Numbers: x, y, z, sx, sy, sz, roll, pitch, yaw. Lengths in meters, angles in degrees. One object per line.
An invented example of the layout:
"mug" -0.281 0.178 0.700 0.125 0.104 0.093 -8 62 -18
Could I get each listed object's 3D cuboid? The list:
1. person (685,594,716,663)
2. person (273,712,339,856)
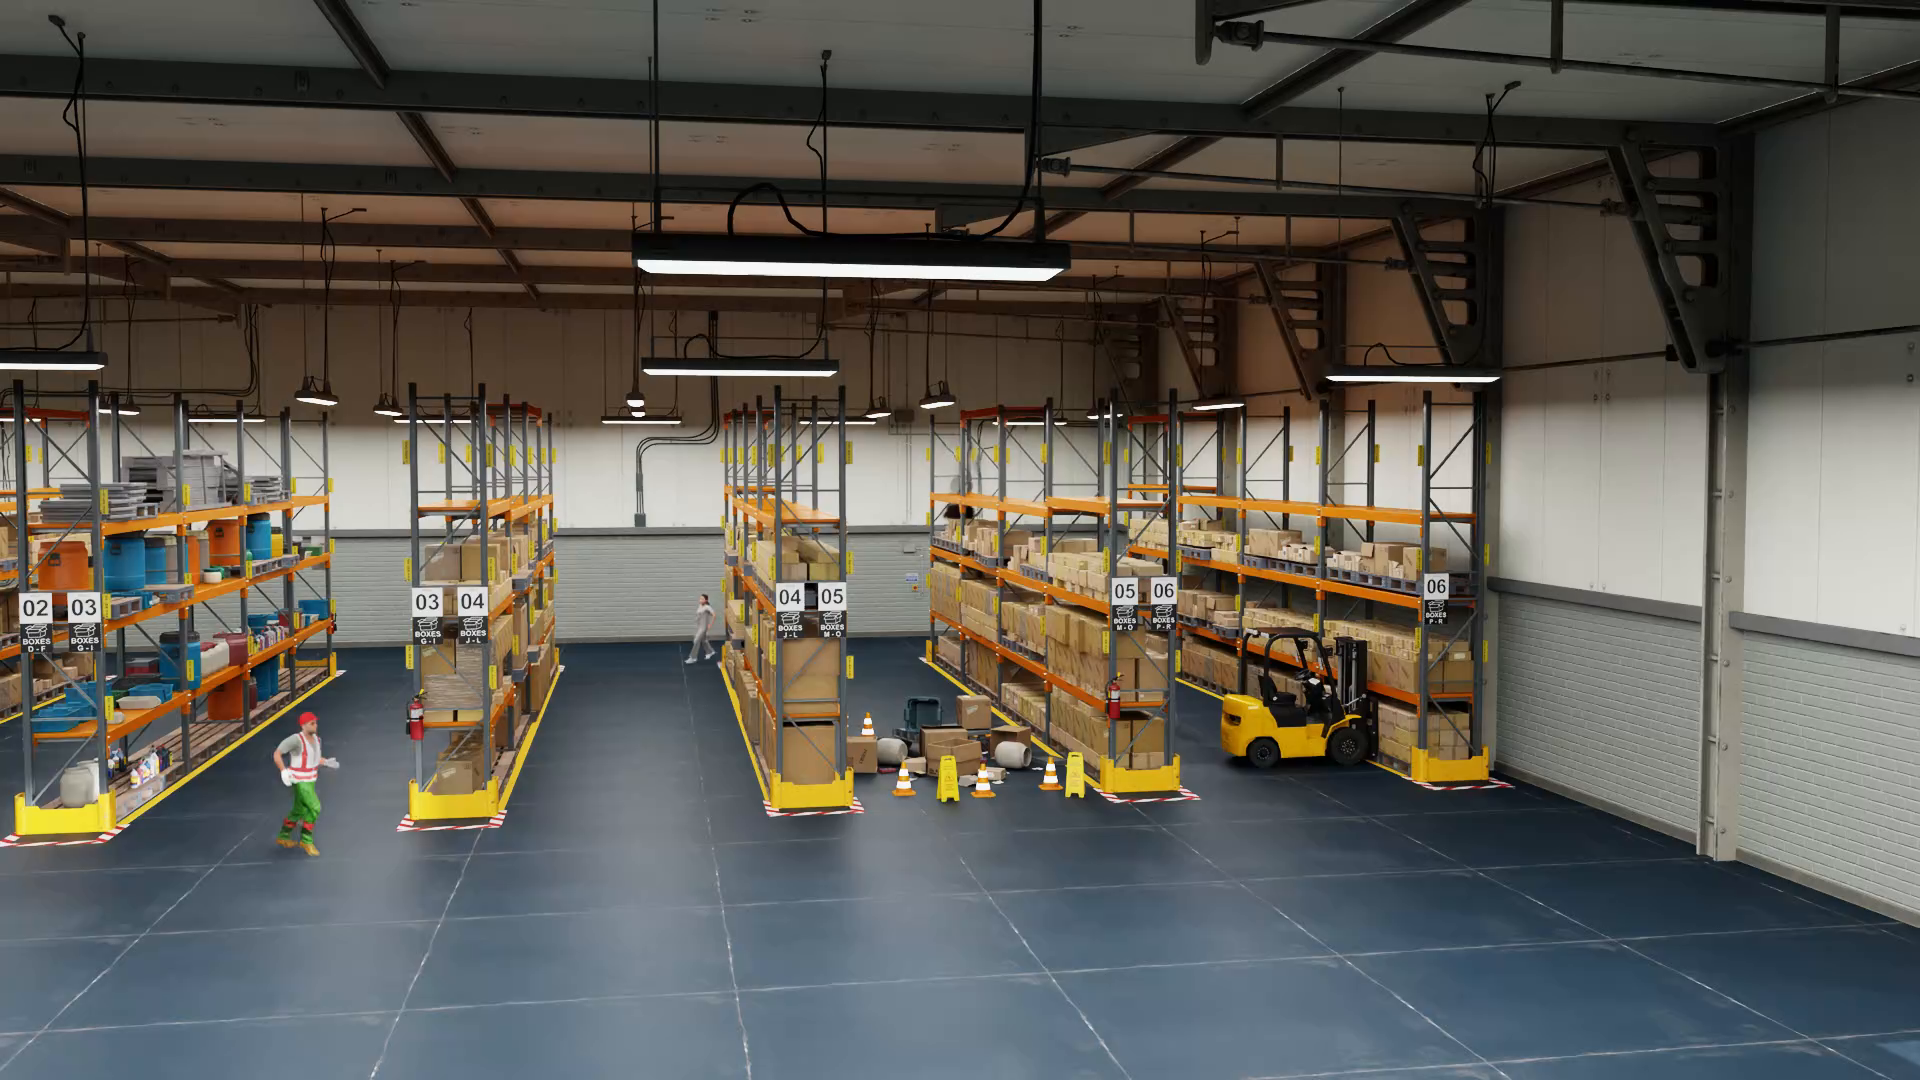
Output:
"person" -6.179 2.127 40.108 0.886 1.662 0.650 -2 4 -39
"person" -8.269 3.071 20.951 0.864 1.824 0.587 1 3 11
